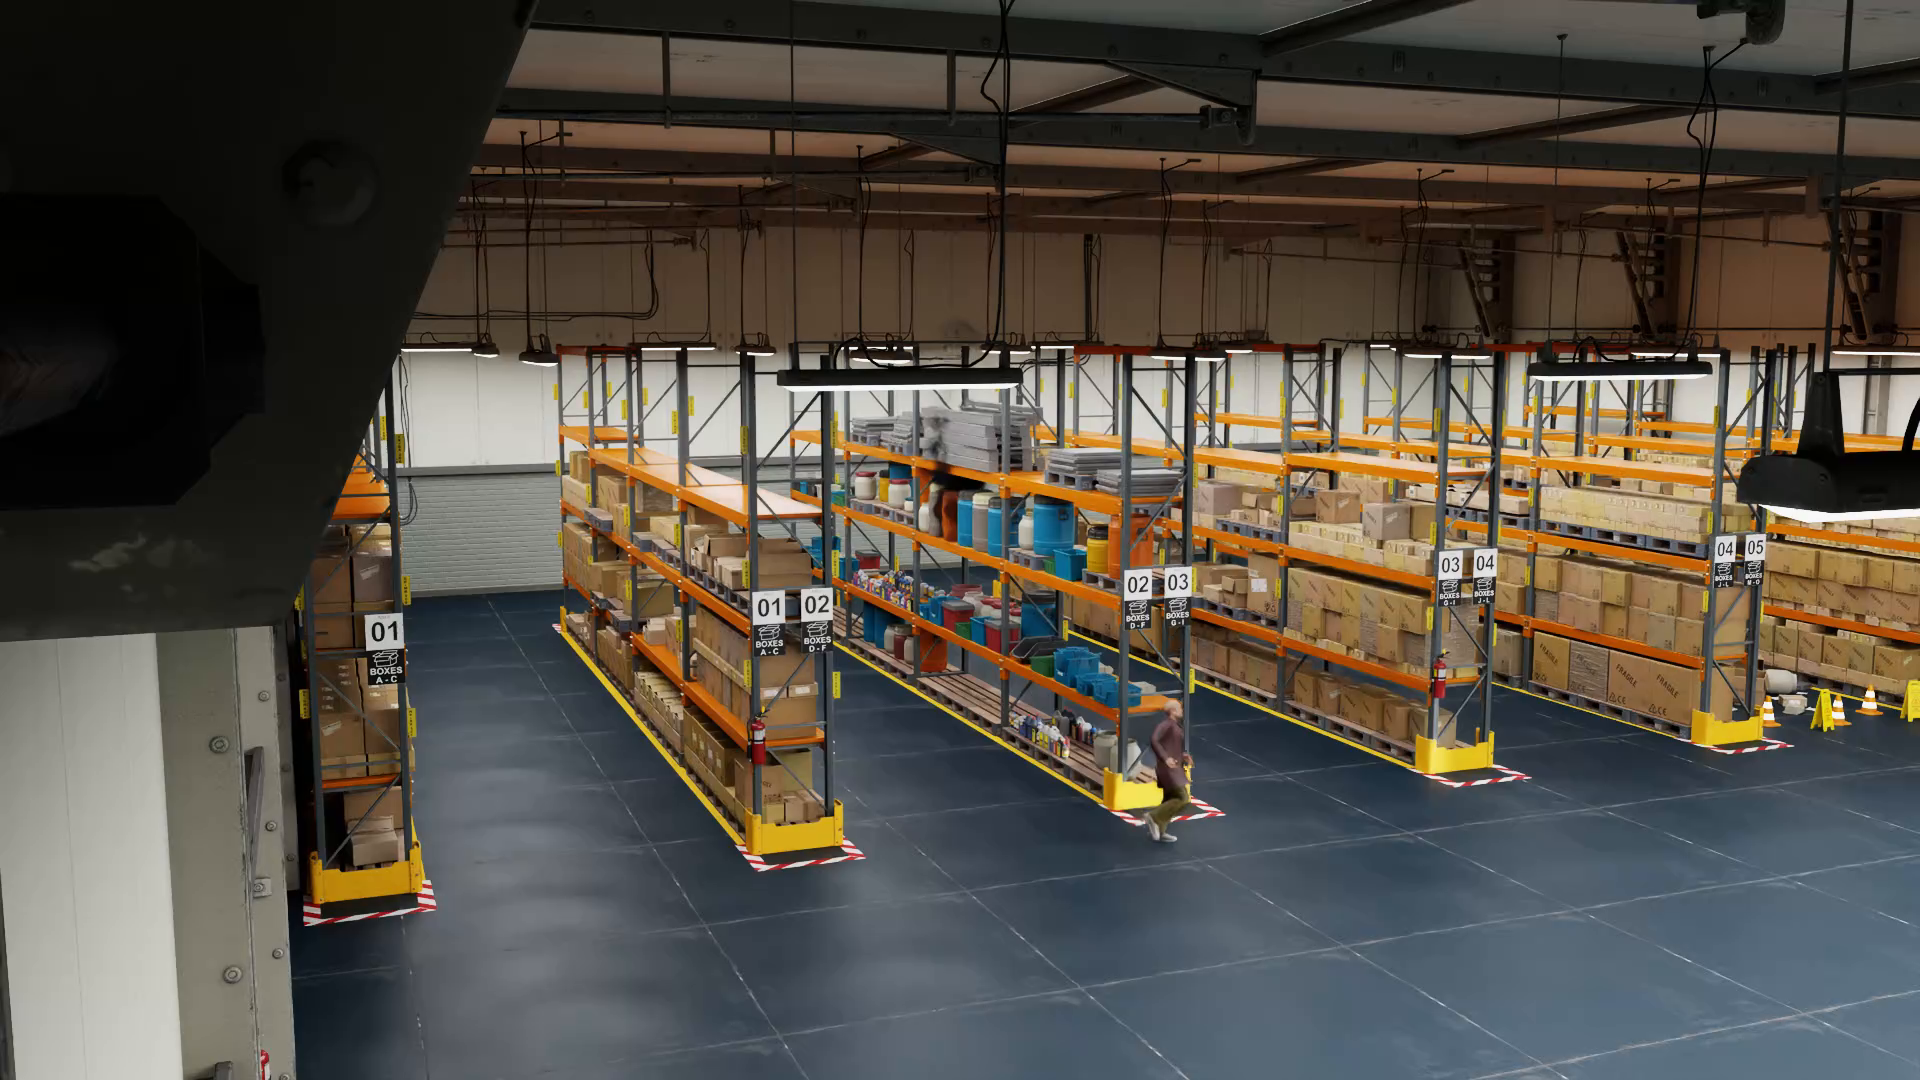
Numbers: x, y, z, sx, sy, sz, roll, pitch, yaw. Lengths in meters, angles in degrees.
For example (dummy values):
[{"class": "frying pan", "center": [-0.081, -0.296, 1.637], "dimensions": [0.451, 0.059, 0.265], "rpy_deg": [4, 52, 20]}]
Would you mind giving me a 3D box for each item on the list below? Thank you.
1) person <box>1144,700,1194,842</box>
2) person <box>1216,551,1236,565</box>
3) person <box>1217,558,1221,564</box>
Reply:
[{"class": "person", "center": [2.613, 2.858, 20.728], "dimensions": [0.590, 1.721, 0.759], "rpy_deg": [1, 7, 9]}, {"class": "person", "center": [6.650, 0.252, 41.549], "dimensions": [0.859, 1.699, 0.600], "rpy_deg": [-3, 8, -21]}, {"class": "person", "center": [6.671, 0.063, 42.423], "dimensions": [0.884, 1.812, 0.653], "rpy_deg": [-4, 8, -28]}]
